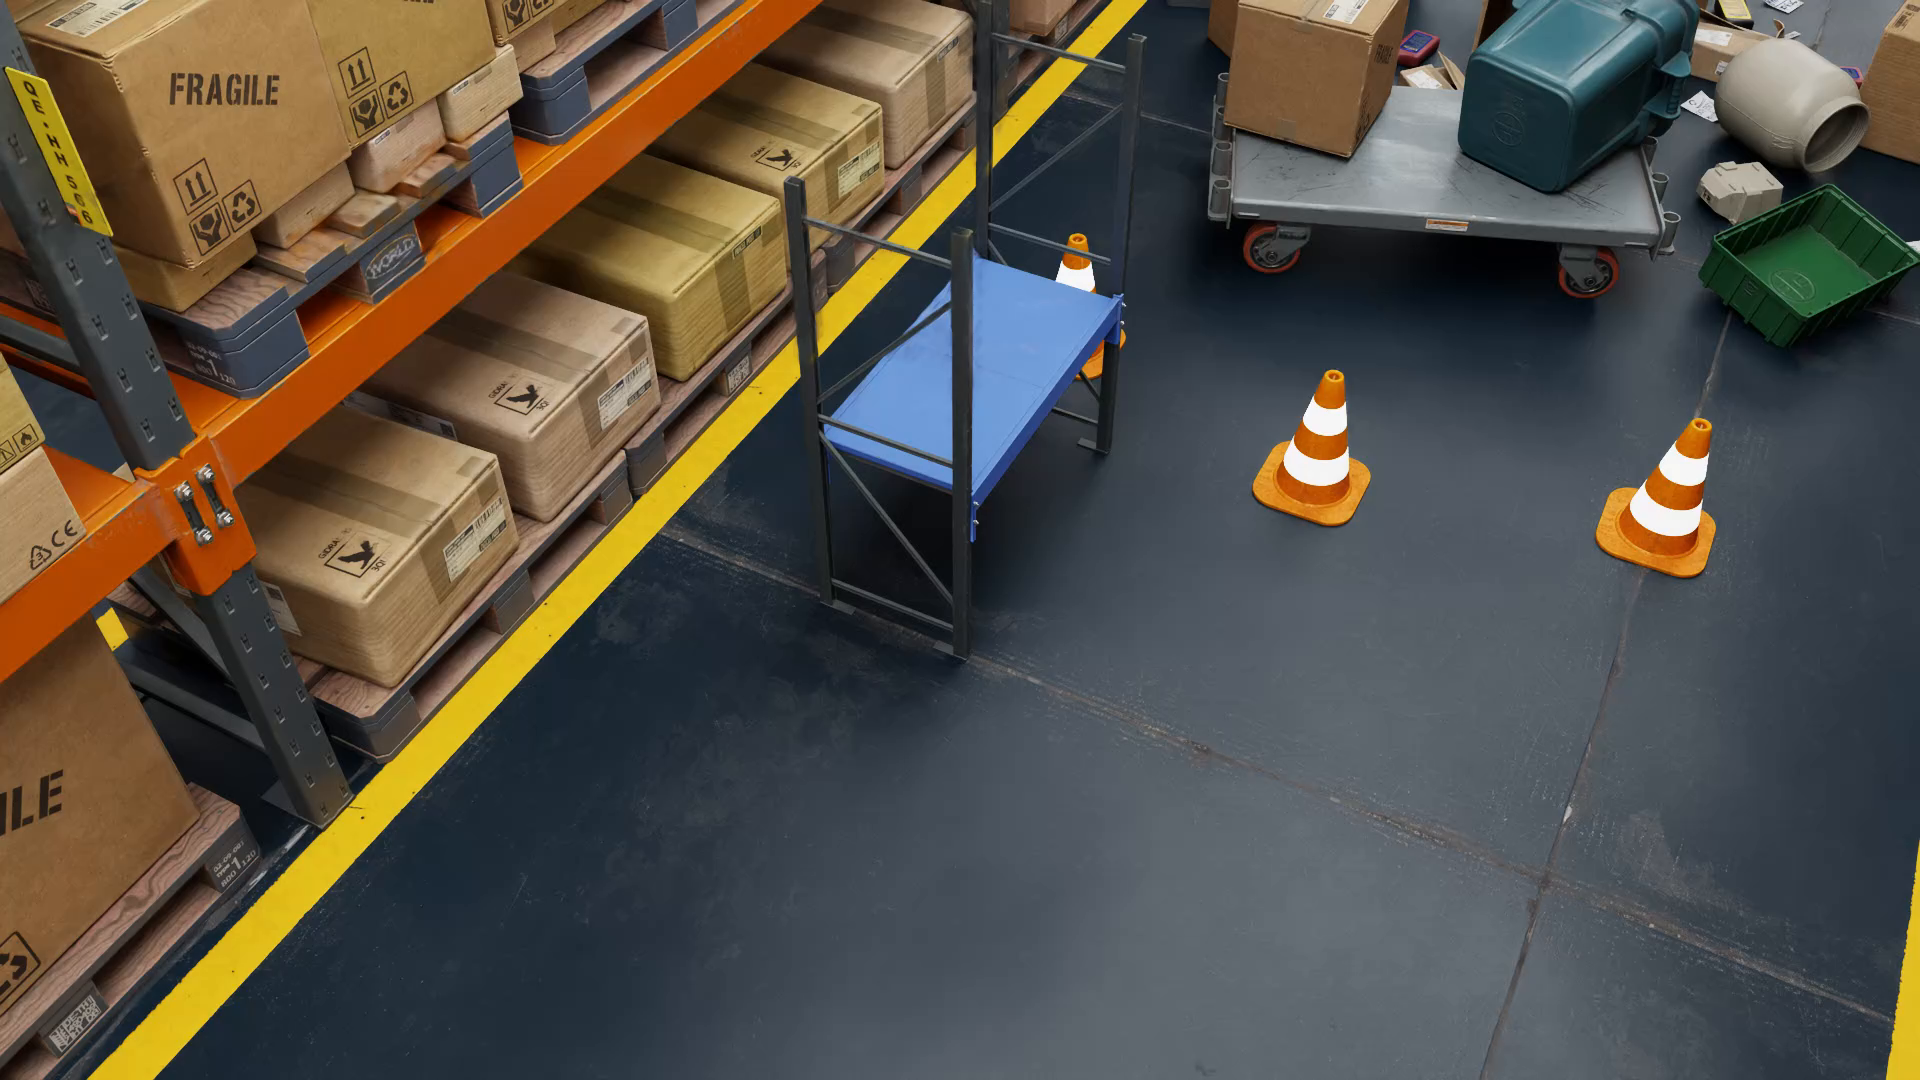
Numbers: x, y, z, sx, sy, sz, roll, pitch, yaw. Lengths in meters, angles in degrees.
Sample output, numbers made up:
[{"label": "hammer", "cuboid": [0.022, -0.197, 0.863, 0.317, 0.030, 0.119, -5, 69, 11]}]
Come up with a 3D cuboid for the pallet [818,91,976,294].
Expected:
[{"label": "pallet", "cuboid": [-0.628, -1.522, 6.606, 1.003, 0.211, 1.213, 20, 49, 19]}]

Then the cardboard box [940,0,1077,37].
[{"label": "cardboard box", "cuboid": [0.245, -2.457, 7.207, 0.500, 0.250, 0.500, 18, 48, 17]}]

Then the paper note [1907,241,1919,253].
[{"label": "paper note", "cuboid": [3.673, -1.102, 6.317, 0.147, 0.020, 0.142, -9, 46, -9]}]

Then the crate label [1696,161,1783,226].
[{"label": "crate label", "cuboid": [3.054, -1.366, 6.504, 0.298, 0.136, 0.250, -9, 46, -9]}]

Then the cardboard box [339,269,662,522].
[{"label": "cardboard box", "cuboid": [-1.518, -0.517, 5.205, 0.950, 0.372, 0.625, 20, 49, 18]}]

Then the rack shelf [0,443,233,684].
[{"label": "rack shelf", "cuboid": [-3.053, 1.039, 2.619, 1.077, 0.370, 4.000, 20, 49, 19]}]

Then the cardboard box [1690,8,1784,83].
[{"label": "cardboard box", "cuboid": [3.330, -2.152, 7.191, 0.396, 0.266, 0.258, 29, 52, 25]}]

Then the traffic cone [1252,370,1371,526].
[{"label": "traffic cone", "cuboid": [1.147, -0.345, 5.266, 0.336, 0.463, 0.334, 20, 49, 19]}]

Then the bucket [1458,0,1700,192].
[{"label": "bucket", "cuboid": [2.184, -1.653, 6.008, 0.620, 0.611, 0.726, -39, 56, -20]}]

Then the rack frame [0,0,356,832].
[{"label": "rack frame", "cuboid": [-2.125, -0.473, 3.609, 1.000, 3.000, 0.127, 20, 49, 19]}]

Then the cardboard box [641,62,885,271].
[{"label": "cardboard box", "cuboid": [-0.840, -1.432, 6.108, 0.950, 0.372, 0.625, 23, 50, 21]}]

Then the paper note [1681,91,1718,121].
[{"label": "paper note", "cuboid": [3.173, -1.836, 7.048, 0.155, 0.023, 0.172, -33, 54, -28]}]

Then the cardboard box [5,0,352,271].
[{"label": "cardboard box", "cuboid": [-1.711, -0.968, 3.523, 0.500, 0.500, 0.500, 19, 48, 18]}]

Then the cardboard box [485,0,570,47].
[{"label": "cardboard box", "cuboid": [-1.235, -1.635, 4.182, 0.500, 0.500, 0.500, 21, 49, 20]}]

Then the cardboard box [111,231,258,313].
[{"label": "cardboard box", "cuboid": [-1.809, -0.676, 3.690, 0.380, 0.149, 0.250, 18, 48, 17]}]

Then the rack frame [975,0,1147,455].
[{"label": "rack frame", "cuboid": [0.276, -0.901, 5.086, 0.500, 1.500, 0.032, 20, 49, 19]}]

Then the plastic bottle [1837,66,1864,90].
[{"label": "plastic bottle", "cuboid": [3.738, -1.994, 7.177, 0.283, 0.061, 0.133, 5, 46, 5]}]

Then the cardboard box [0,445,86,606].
[{"label": "cardboard box", "cuboid": [-2.130, -0.016, 3.263, 0.500, 0.250, 0.500, 19, 48, 18]}]

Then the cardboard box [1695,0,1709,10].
[{"label": "cardboard box", "cuboid": [3.016, -2.693, 7.558, 0.797, 0.503, 0.637, -9, 46, -9]}]

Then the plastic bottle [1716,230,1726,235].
[{"label": "plastic bottle", "cuboid": [2.955, -1.062, 6.257, 0.133, 0.061, 0.283, -2, 45, -2]}]

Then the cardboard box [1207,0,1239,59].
[{"label": "cardboard box", "cuboid": [1.434, -2.341, 7.211, 0.500, 0.500, 0.500, -16, 48, -15]}]

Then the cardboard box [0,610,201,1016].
[{"label": "cardboard box", "cuboid": [-2.519, 0.534, 3.812, 0.875, 0.875, 0.875, 20, 49, 19]}]

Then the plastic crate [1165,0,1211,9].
[{"label": "plastic crate", "cuboid": [1.187, -2.685, 7.848, 0.402, 0.080, 0.583, 5, 46, 5]}]

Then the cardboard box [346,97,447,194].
[{"label": "cardboard box", "cuboid": [-1.481, -1.000, 4.011, 0.380, 0.149, 0.250, 17, 48, 17]}]

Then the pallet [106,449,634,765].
[{"label": "pallet", "cuboid": [-1.761, 0.015, 5.087, 1.003, 0.211, 1.213, 20, 49, 19]}]

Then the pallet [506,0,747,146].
[{"label": "pallet", "cuboid": [-1.242, -1.666, 4.923, 1.003, 0.211, 1.213, 20, 49, 19]}]

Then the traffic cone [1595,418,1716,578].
[{"label": "traffic cone", "cuboid": [2.203, -0.185, 5.107, 0.336, 0.463, 0.334, 20, 49, 19]}]

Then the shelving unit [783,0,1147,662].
[{"label": "shelving unit", "cuboid": [0.040, -0.581, 4.770, 0.538, 1.500, 1.048, 20, 49, 19]}]

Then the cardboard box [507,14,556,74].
[{"label": "cardboard box", "cuboid": [-1.292, -1.344, 4.351, 0.380, 0.149, 0.250, 23, 50, 21]}]

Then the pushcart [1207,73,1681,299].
[{"label": "pushcart", "cuboid": [1.774, -1.350, 6.319, 1.648, 0.377, 0.936, 5, 46, 5]}]
